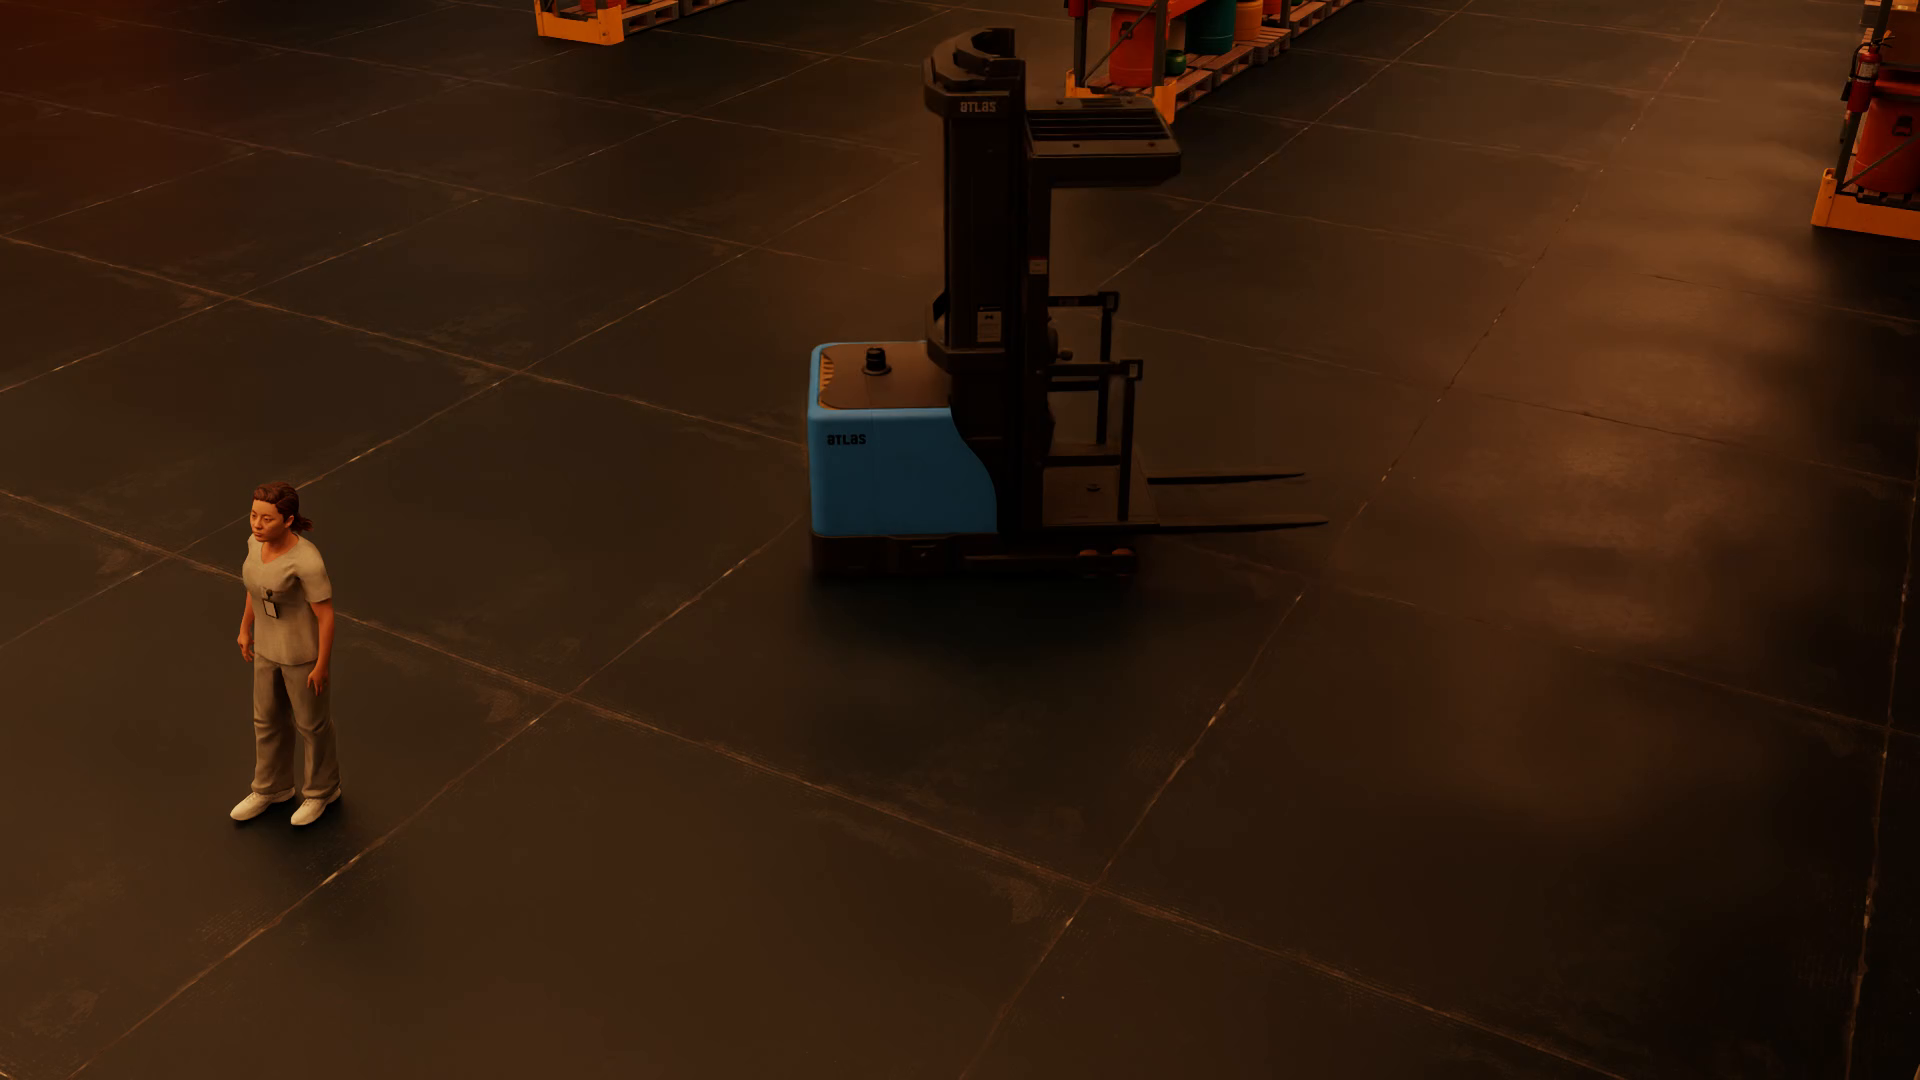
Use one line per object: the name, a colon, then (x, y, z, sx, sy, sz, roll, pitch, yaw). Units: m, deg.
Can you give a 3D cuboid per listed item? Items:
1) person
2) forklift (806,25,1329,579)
person: (-3.030, 0.528, 7.397, 0.550, 1.673, 0.548, 16, 34, 26)
forklift: (0.636, -1.312, 9.343, 3.031, 2.935, 1.130, -1, 30, -3)
